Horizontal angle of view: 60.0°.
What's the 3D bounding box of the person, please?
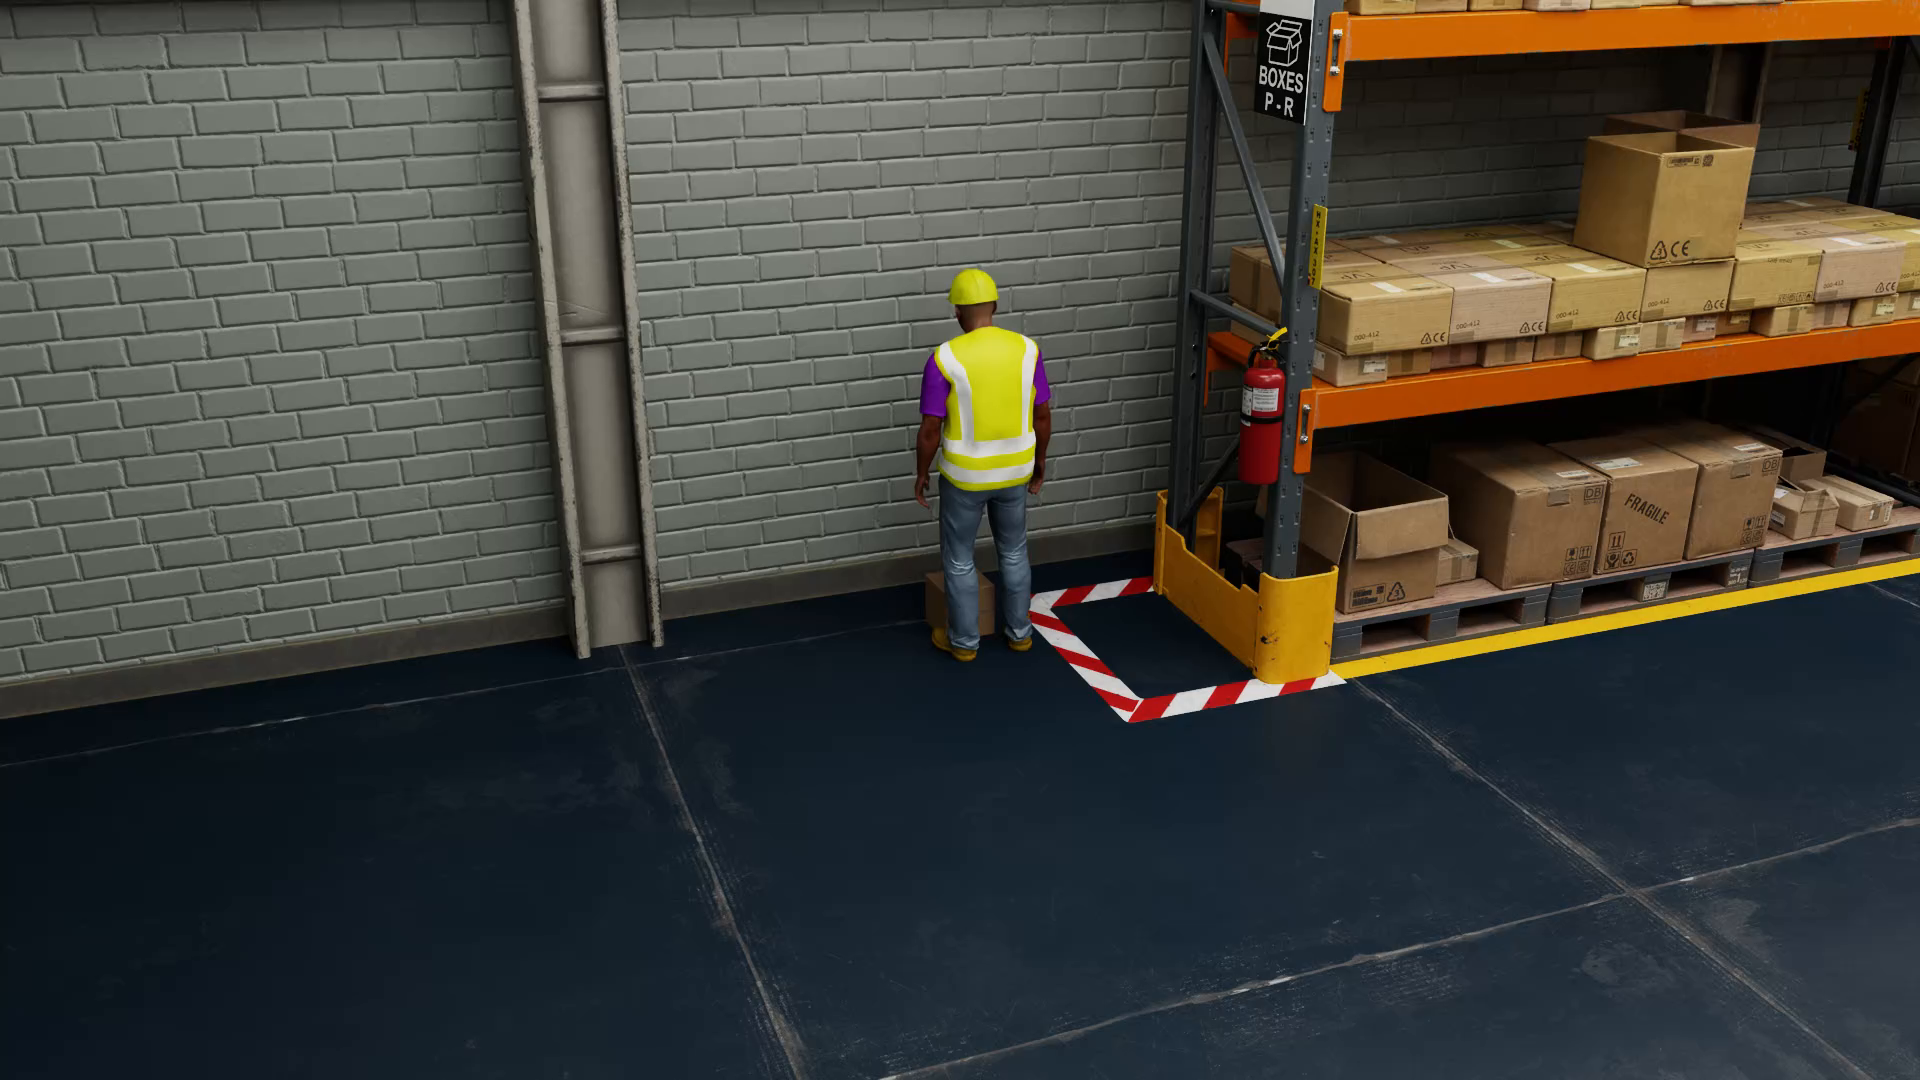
[{"bbox_3d":[0.102,-0.317,7.338,0.625,1.760,0.459,-9,24,-20],"label":"person"}]
